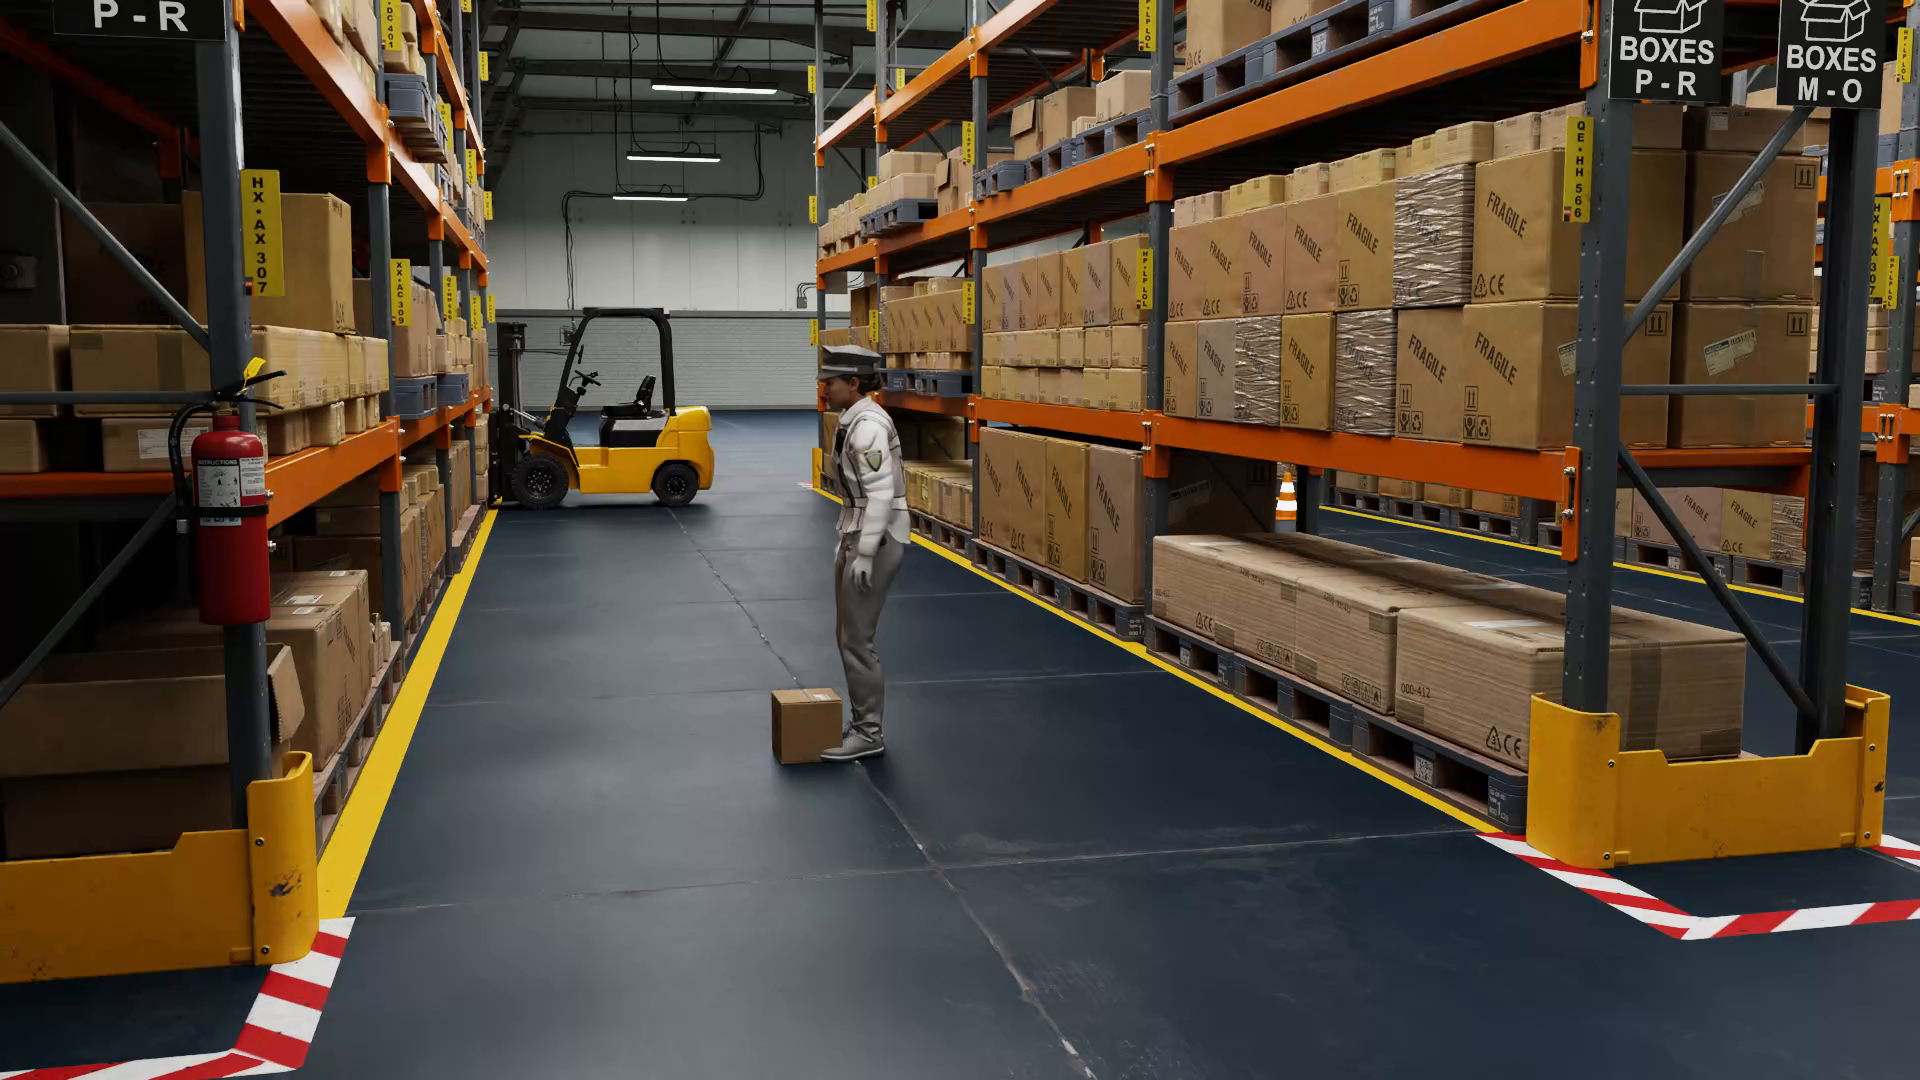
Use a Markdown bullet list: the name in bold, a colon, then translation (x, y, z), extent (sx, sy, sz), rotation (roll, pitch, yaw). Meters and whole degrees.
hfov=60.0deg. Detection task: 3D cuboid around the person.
- **person**: translation (-0.410, 0.045, 6.749), extent (0.403, 1.664, 0.529), rotation (-1, 6, -13)
